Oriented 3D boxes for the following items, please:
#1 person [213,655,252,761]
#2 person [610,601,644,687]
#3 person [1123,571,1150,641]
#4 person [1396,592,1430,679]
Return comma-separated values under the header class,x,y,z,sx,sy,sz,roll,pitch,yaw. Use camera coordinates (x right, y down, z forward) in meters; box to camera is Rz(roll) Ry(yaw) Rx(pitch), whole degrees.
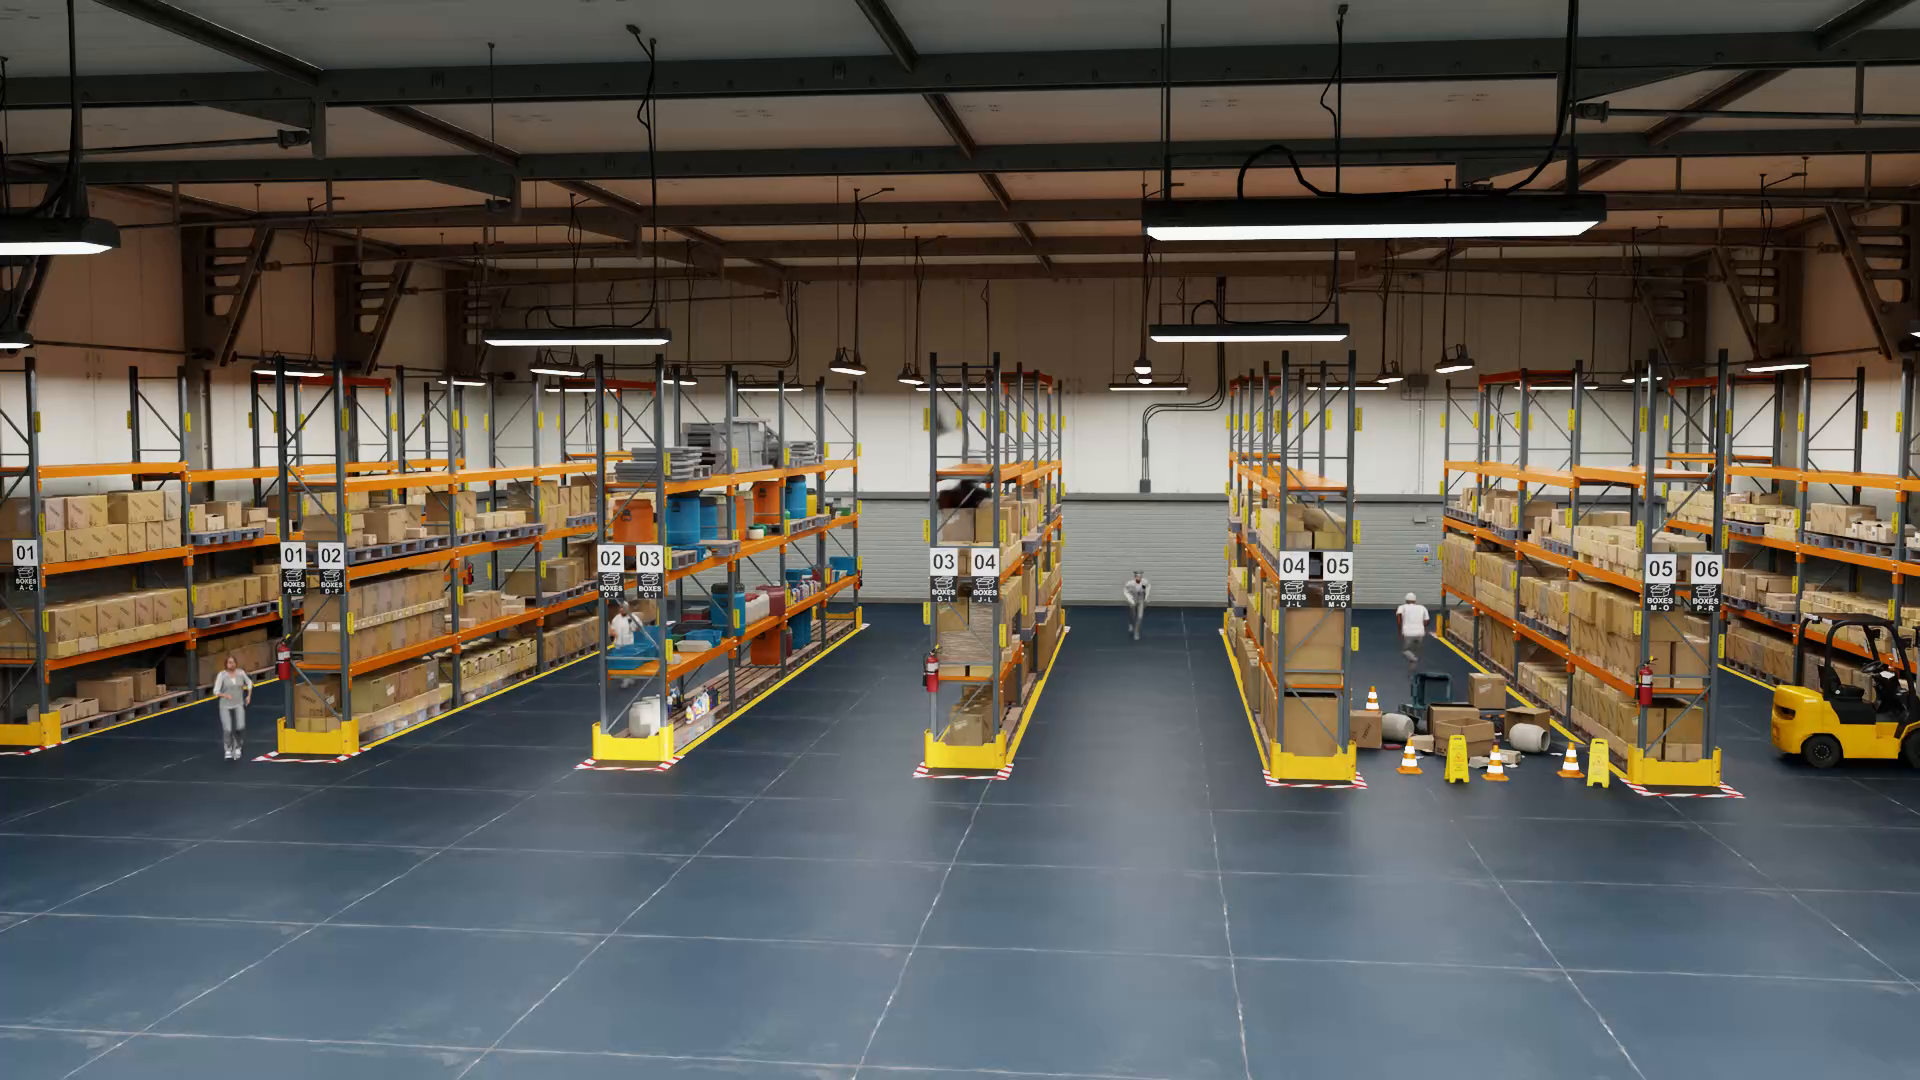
class,x,y,z,sx,sy,sz,roll,pitch,yaw
person,-10.712,2.489,24.546,0.562,1.571,0.637,-3,5,-33
person,-6.322,1.970,31.319,0.567,1.629,0.577,1,4,7
person,4.081,1.492,38.646,0.646,1.630,0.959,-1,4,-9
person,8.824,1.880,32.452,0.689,1.685,0.739,0,4,2
